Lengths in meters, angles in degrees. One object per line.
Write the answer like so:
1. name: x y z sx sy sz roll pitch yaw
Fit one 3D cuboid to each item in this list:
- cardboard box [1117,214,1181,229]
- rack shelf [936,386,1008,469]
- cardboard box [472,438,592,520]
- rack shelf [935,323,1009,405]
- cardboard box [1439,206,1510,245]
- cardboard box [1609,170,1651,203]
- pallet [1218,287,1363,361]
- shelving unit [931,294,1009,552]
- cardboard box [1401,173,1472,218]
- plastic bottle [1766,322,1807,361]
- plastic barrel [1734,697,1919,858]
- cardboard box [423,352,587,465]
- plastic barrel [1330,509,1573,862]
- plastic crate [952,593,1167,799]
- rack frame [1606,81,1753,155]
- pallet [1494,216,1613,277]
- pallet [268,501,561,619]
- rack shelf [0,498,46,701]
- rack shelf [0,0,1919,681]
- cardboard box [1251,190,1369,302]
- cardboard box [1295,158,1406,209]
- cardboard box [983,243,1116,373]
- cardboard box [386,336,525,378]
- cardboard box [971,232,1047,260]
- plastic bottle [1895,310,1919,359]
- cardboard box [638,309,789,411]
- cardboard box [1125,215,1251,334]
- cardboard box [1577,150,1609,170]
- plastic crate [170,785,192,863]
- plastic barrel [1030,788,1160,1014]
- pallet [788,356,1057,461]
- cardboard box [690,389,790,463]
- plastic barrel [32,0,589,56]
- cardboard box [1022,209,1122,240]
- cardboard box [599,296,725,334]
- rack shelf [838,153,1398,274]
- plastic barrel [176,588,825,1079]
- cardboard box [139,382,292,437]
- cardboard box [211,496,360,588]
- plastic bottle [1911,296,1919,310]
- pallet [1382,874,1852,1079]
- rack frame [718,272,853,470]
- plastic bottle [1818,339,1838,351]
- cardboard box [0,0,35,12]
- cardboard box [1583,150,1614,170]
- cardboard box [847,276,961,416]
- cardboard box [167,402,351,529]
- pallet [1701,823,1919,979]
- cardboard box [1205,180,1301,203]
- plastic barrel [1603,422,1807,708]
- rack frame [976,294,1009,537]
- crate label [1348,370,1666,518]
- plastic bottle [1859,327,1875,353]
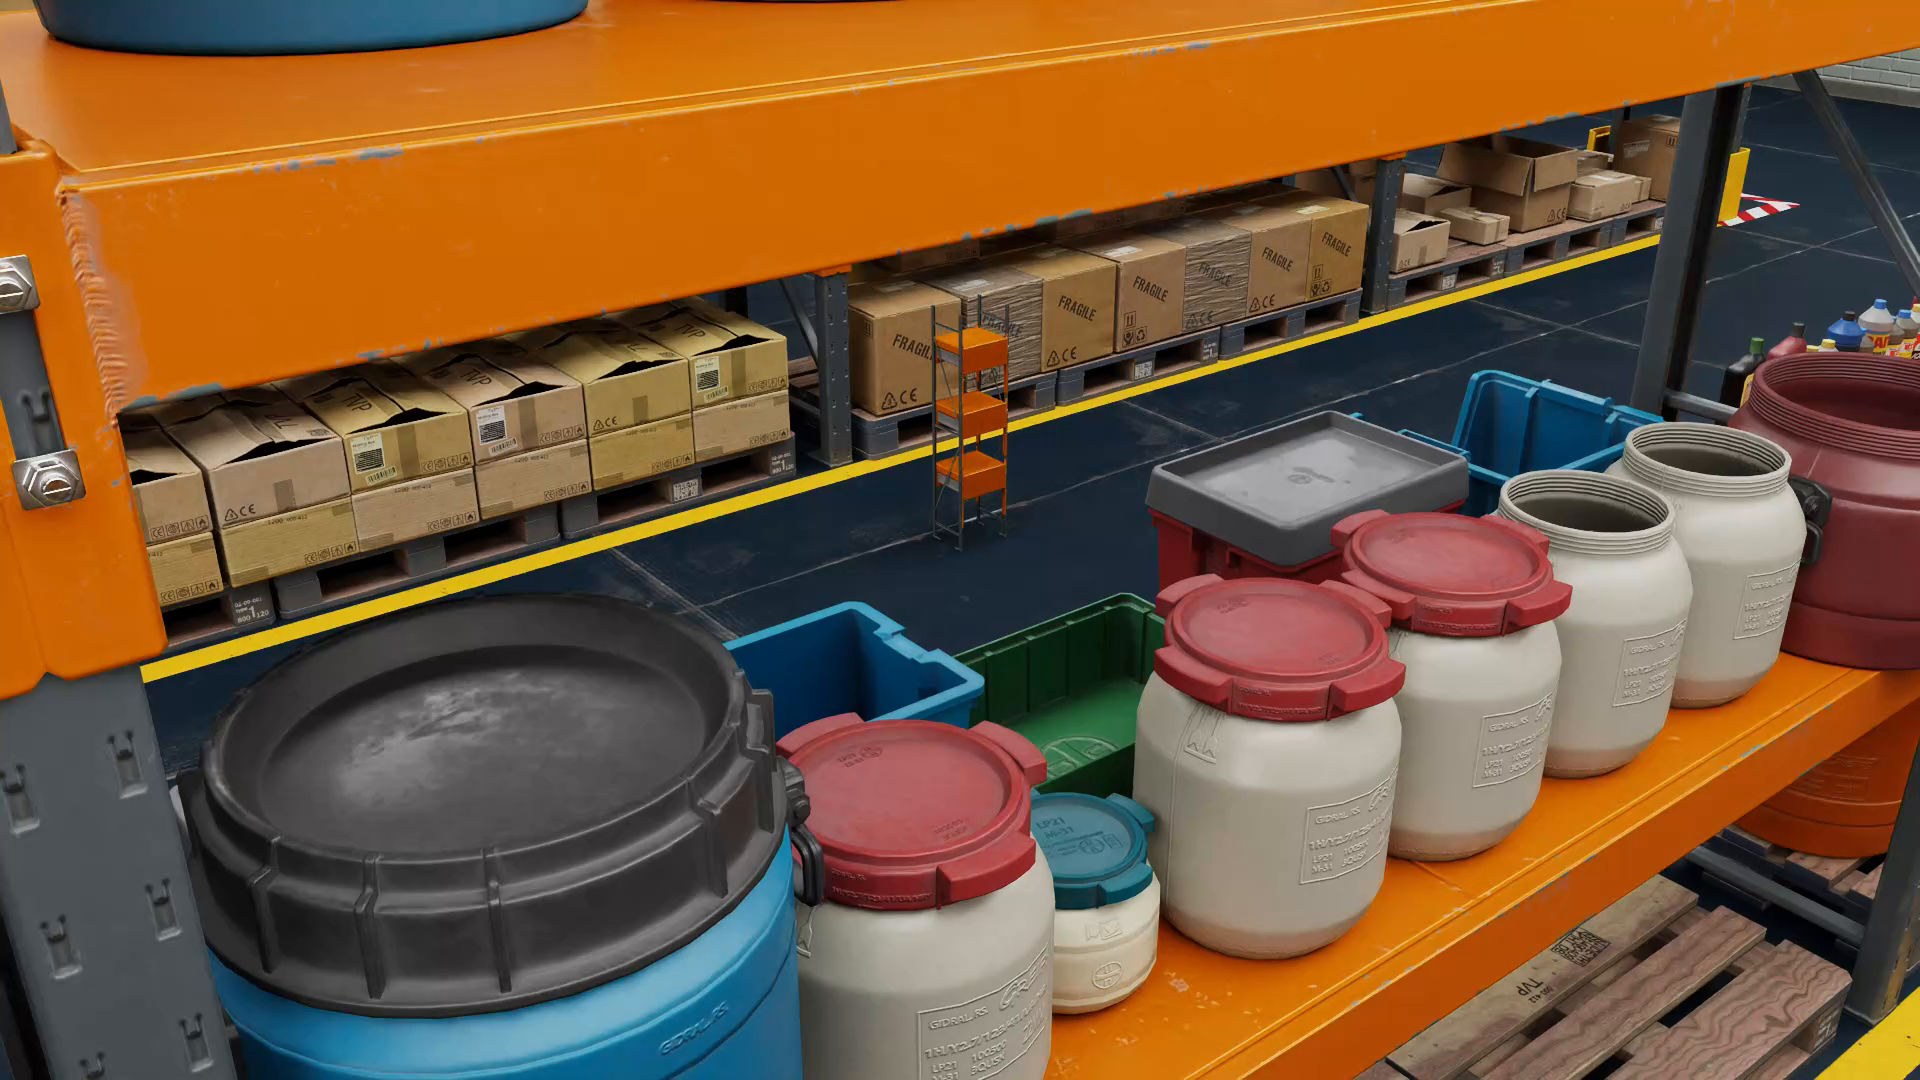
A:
1. cardboard box: 0.931 -1.670 9.732 0.500 0.500 0.500 -18 30 -33
2. rack shelf: 0.042 -0.480 7.063 0.240 0.259 0.215 -18 31 -34
3. cardboard box: -1.939 -0.341 7.188 0.500 0.250 0.500 -17 30 -33
4. rack shelf: 0.042 -0.738 6.944 0.240 0.259 0.215 -18 31 -34
5. cardboard box: 3.411 -2.098 11.051 0.250 0.166 0.380 -18 31 -34
6. cardboard box: 4.771 -2.574 12.076 0.250 0.166 0.380 -18 31 -34
7. pallet: 1.656 -1.430 10.080 1.213 0.211 1.003 -18 31 -34
8. shelving unit: 0.042 -0.490 7.059 0.252 1.050 0.215 -18 31 -34
9. cardboard box: 3.137 -2.335 11.390 0.500 0.311 0.500 -18 31 -34
10. plastic bottle: 2.416 -0.491 4.884 0.133 0.283 0.061 -18 31 -34
11. plastic barrel: 2.554 0.423 4.853 0.708 0.830 0.600 -18 31 -34
12. cardboard box: -1.939 -0.592 7.064 0.500 0.311 0.500 -18 31 -34
13. plastic barrel: 0.837 0.261 2.963 0.433 0.535 0.433 0 25 0
14. plastic crate: 0.228 0.352 3.181 0.662 0.188 0.450 -18 31 -34
15. rack frame: 5.421 -3.958 12.215 0.127 3.000 1.000 -18 31 -34
16. pallet: 3.775 -2.150 11.633 1.213 0.211 1.003 -18 31 -34
17. pallet: -2.506 -0.099 7.212 1.213 0.211 1.003 -18 31 -34
18. rack shelf: -2.542 0.287 0.361 4.000 0.370 1.077 -18 31 -34
19. rack shelf: 0.605 -0.752 2.600 4.000 0.370 1.077 -18 31 -34
20. cardboard box: 2.062 -1.761 9.928 0.500 0.500 0.500 -18 31 -34
21. cardboard box: 2.546 -2.226 10.931 0.500 0.500 0.500 -18 31 -34
22. cardboard box: 0.466 -1.235 8.795 0.500 0.500 0.500 -19 31 -35
23. cardboard box: -2.279 -0.767 7.442 0.500 0.311 0.500 -19 31 -35
24. cardboard box: 0.124 -1.400 9.151 0.500 0.500 0.500 -20 31 -36
25. plastic bottle: 2.977 -0.630 5.279 0.097 0.201 0.097 0 25 0
26. cardboard box: -1.135 -0.860 7.640 0.500 0.311 0.500 -17 30 -33
27. cardboard box: 1.273 -1.505 9.377 0.500 0.500 0.500 -18 30 -33
28. cardboard box: 4.424 -2.733 12.319 0.500 0.250 0.500 -18 31 -34
29. plastic crate: -0.776 0.545 2.436 0.583 0.464 0.402 -18 31 -34
30. plastic barrel: 0.168 0.571 2.621 0.301 0.262 0.301 0 25 0
31. pallet: -0.264 -0.796 8.715 1.213 0.211 1.003 -18 31 -34
32. cardboard box: -1.138 -0.605 7.759 0.500 0.250 0.500 -17 30 -33
33. plastic barrel: -0.702 -0.991 1.663 0.708 0.901 0.600 -18 31 -34
34. cardboard box: 0.561 -1.889 9.314 0.500 0.250 0.500 -19 31 -35
35. cardboard box: -1.468 -1.038 8.026 0.500 0.311 0.500 -17 30 -32
36. rack shelf: 0.699 -2.073 9.008 4.000 0.370 1.077 -18 31 -34
37. plastic barrel: -0.478 0.574 1.855 0.708 0.901 0.600 -18 31 -34
38. cardboard box: -3.081 -0.504 6.875 0.500 0.311 0.500 -18 31 -34
39. cardboard box: -2.743 -0.074 6.614 0.500 0.250 0.500 -19 31 -36
40. plastic bottle: 3.134 -0.728 5.394 0.133 0.283 0.061 -18 31 -34
41. pallet: 1.545 1.216 4.380 1.213 0.211 1.003 -18 31 -34
42. rack frame: -0.875 -1.880 7.737 0.127 3.000 1.000 -18 31 -34
43. plastic bottle: 2.594 -0.503 5.007 0.097 0.201 0.097 0 25 0
44. cardboard box: -5.717 -3.171 9.877 0.500 0.500 0.700 -14 28 -27
45. cardboard box: 4.879 -2.869 12.733 0.250 0.149 0.380 -18 31 -34
46. cardboard box: -0.340 -0.969 8.221 0.500 0.500 0.500 -17 30 -32
47. cardboard box: -2.740 -0.326 6.491 0.500 0.311 0.500 -19 31 -36
48. pallet: 2.774 0.809 5.257 1.213 0.211 1.003 -18 31 -34
49. cardboard box: 1.742 -1.939 10.312 0.500 0.500 0.500 -20 31 -36
50. plastic barrel: 1.501 0.050 3.447 0.421 0.512 0.421 0 25 0
51. rack frame: 0.138 -0.522 7.127 0.008 1.050 0.200 -18 31 -34
52. crate label: 1.230 -0.085 3.829 0.616 0.435 0.502 -18 31 -34
53. plastic bottle: 2.748 -0.554 5.116 0.097 0.201 0.097 0 25 0
